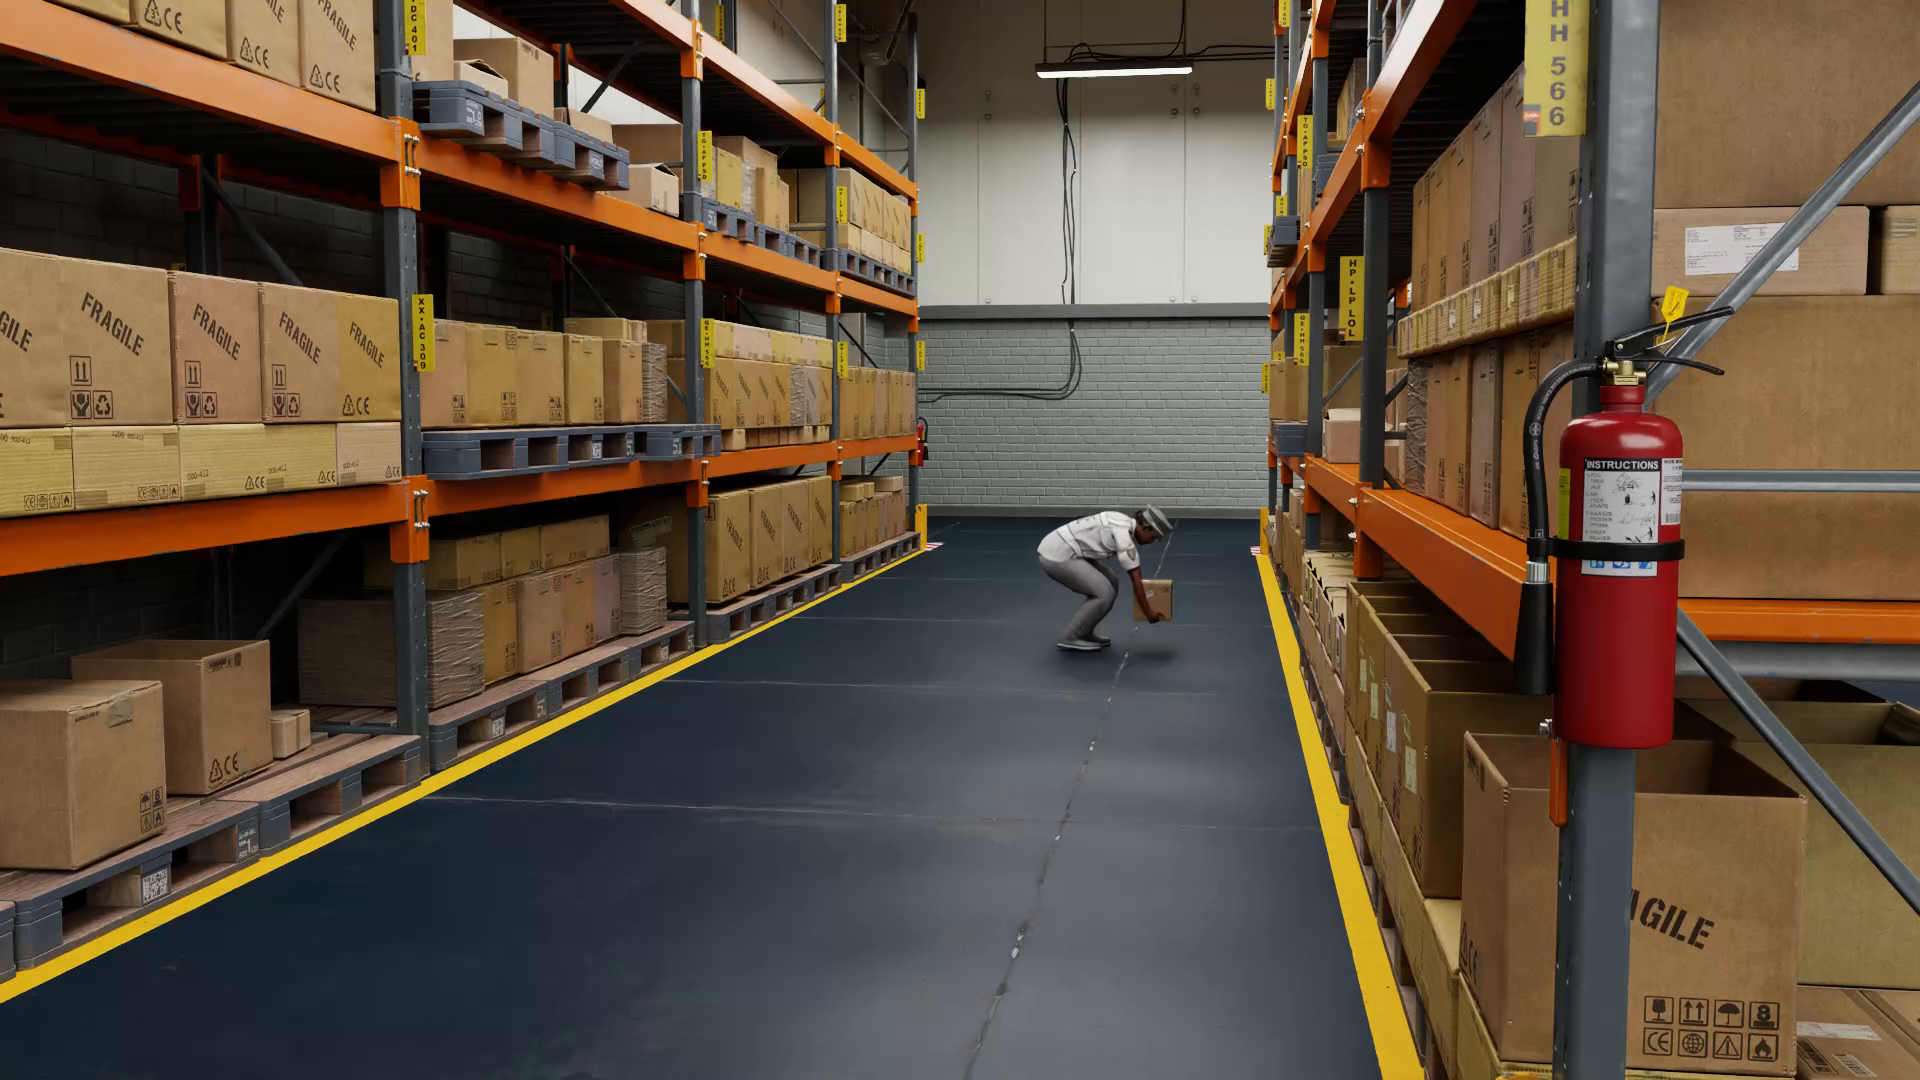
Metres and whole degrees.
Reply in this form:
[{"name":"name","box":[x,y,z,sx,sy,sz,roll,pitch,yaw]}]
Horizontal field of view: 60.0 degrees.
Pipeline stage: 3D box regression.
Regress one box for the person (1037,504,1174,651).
[{"name":"person","box":[0.976,0.245,11.168,0.916,0.979,0.457,1,5,6]}]
